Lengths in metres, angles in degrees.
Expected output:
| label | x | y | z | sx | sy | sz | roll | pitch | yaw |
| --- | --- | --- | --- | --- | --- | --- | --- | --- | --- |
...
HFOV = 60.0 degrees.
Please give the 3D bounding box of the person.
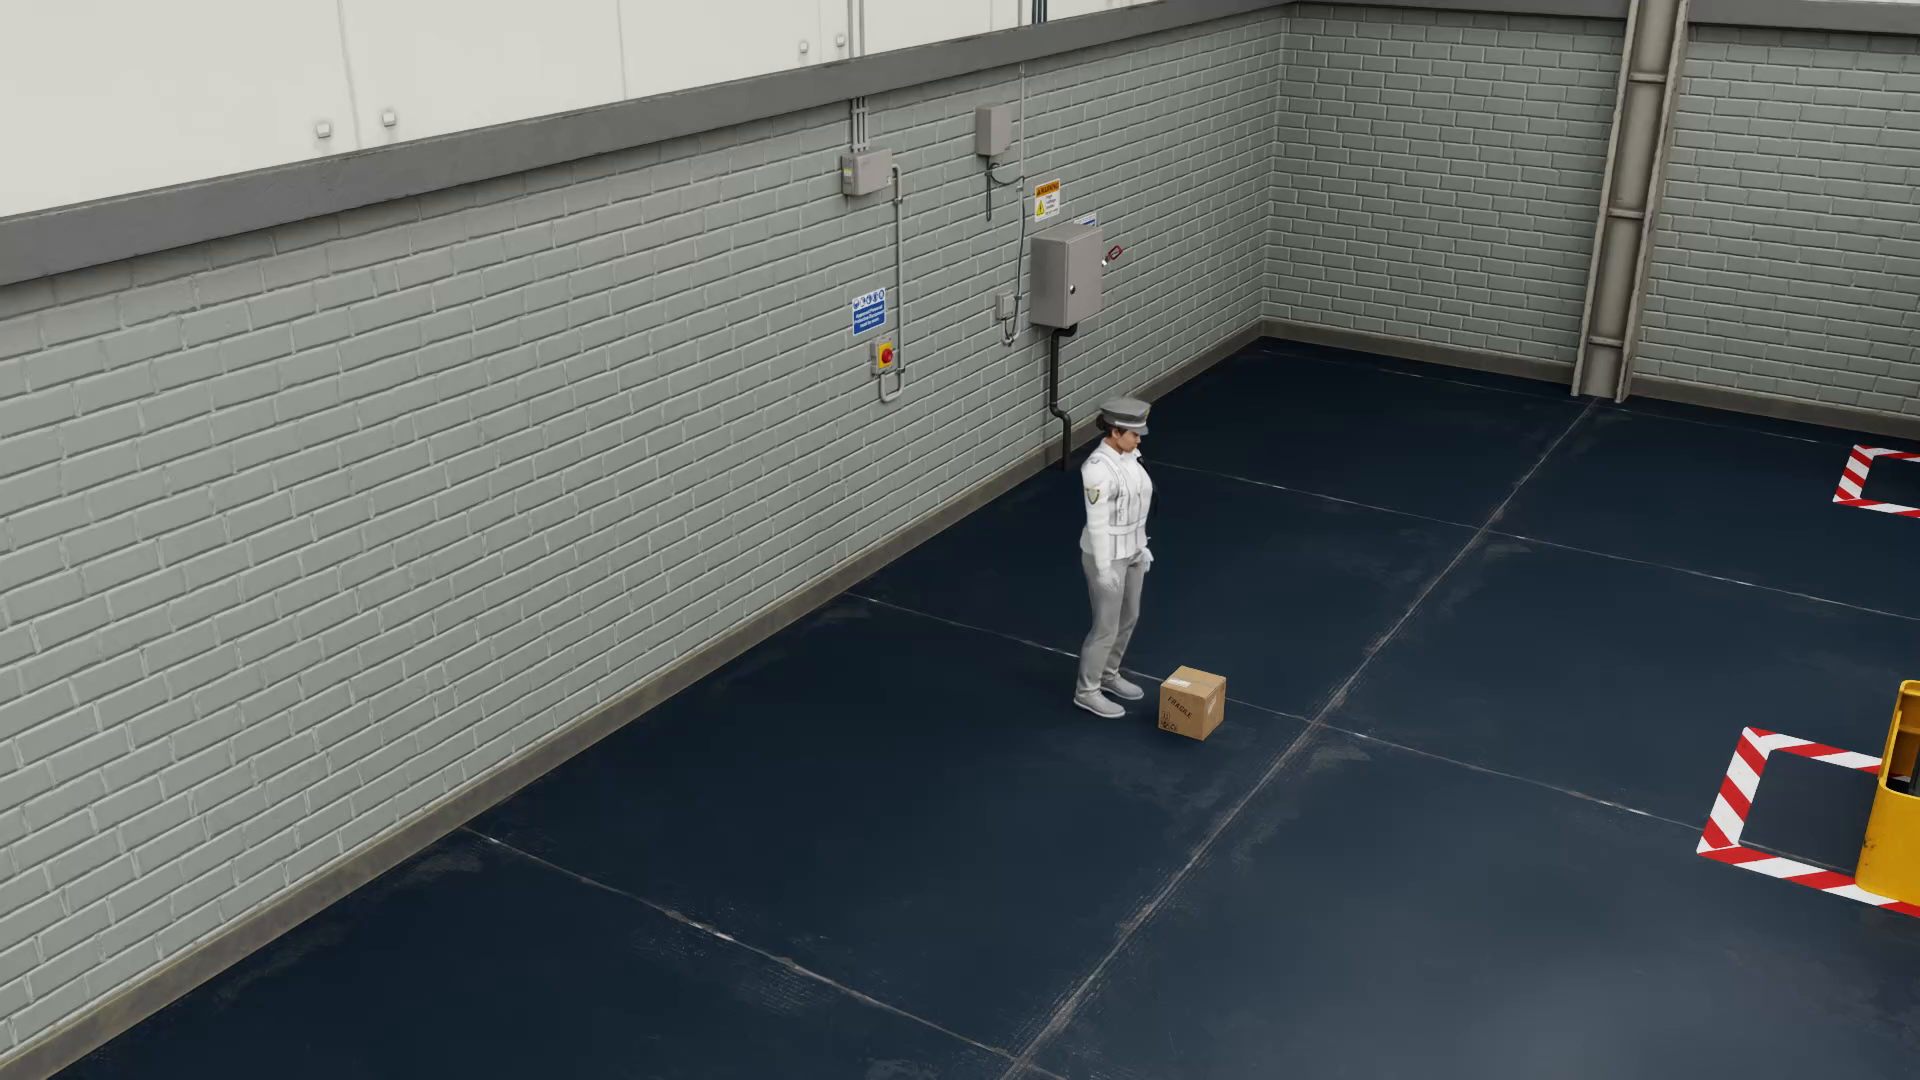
| label | x | y | z | sx | sy | sz | roll | pitch | yaw |
| --- | --- | --- | --- | --- | --- | --- | --- | --- | --- |
| person | 0.796 | 0.079 | 8.426 | 0.327 | 1.663 | 0.471 | 14 | 27 | 30 |
